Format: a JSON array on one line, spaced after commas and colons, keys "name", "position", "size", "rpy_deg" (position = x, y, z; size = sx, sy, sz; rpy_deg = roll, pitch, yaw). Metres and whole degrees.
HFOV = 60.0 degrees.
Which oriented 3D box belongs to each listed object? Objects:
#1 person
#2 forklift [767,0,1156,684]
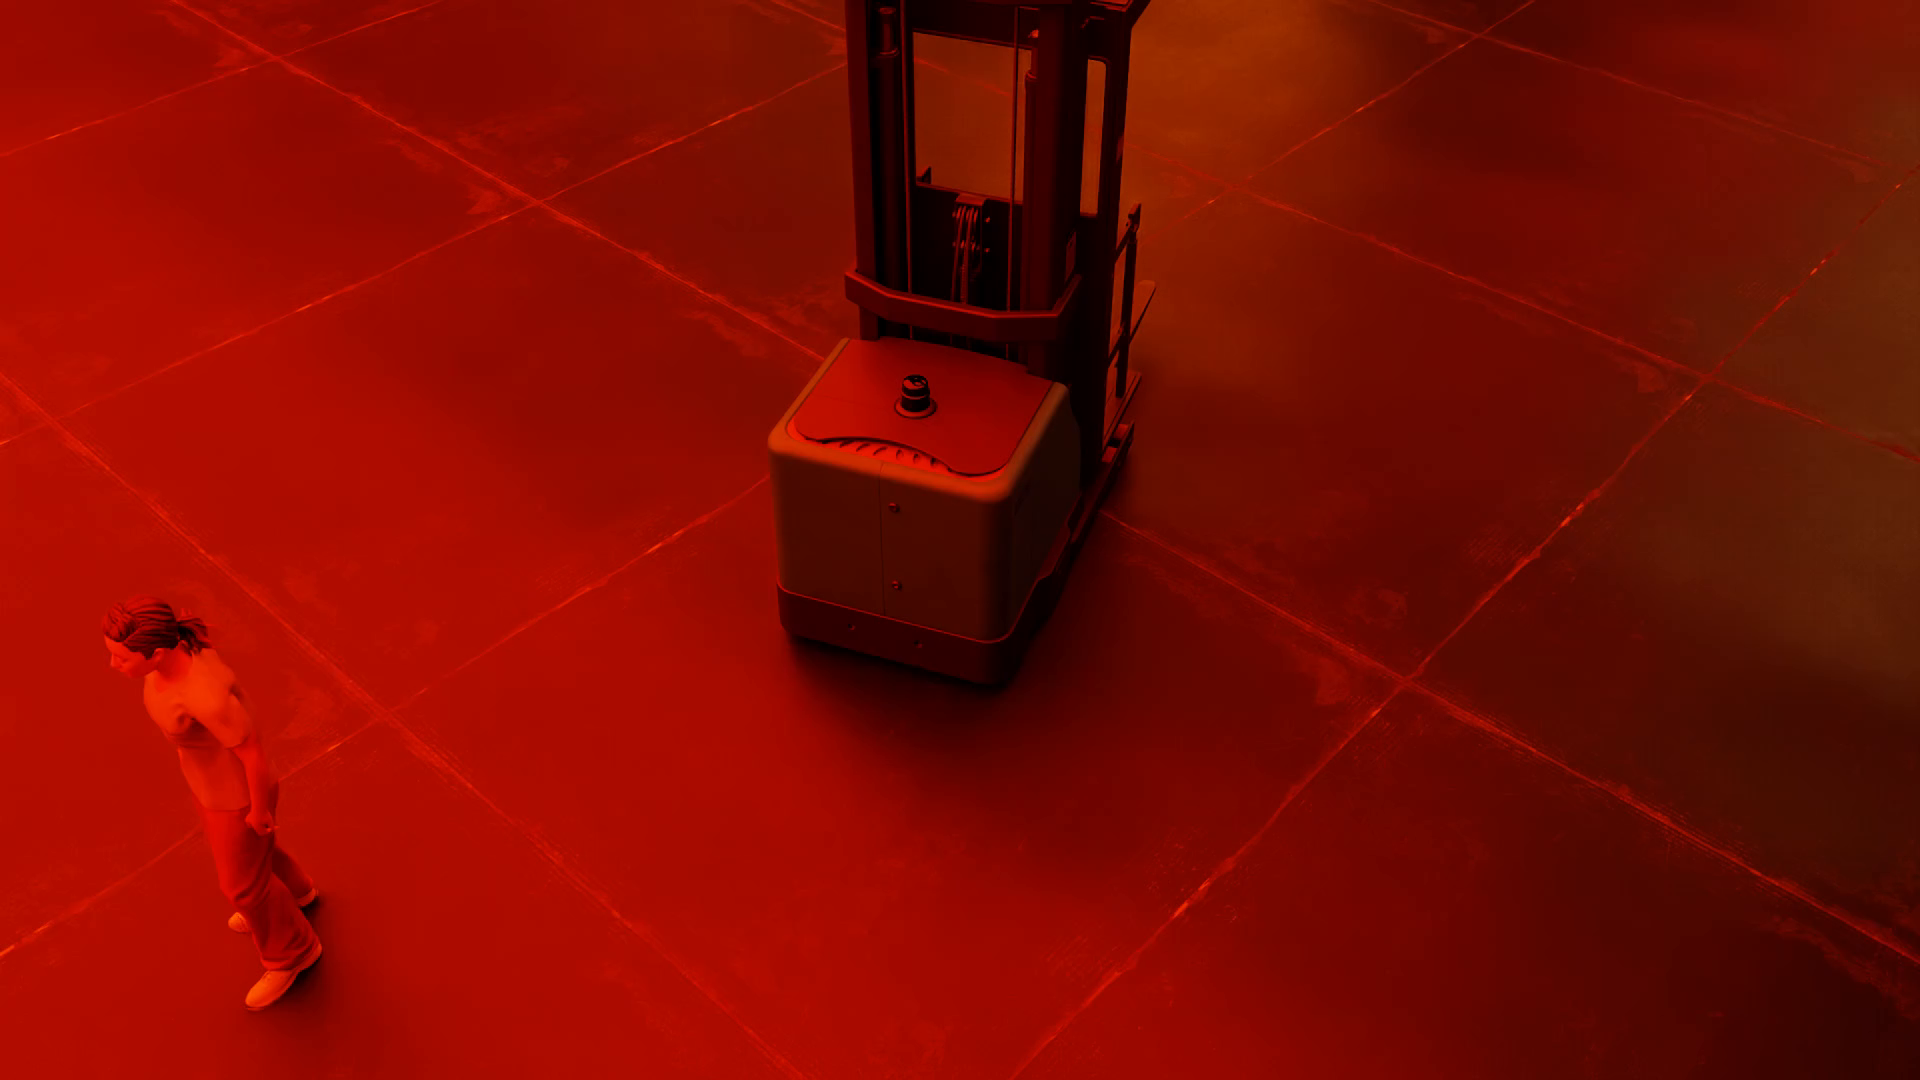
[{"name": "person", "position": [-2.452, 0.816, 5.457], "size": [0.404, 1.681, 0.521], "rpy_deg": [-29, 49, -30]}, {"name": "forklift", "position": [0.211, -1.484, 7.158], "size": [1.130, 2.935, 3.031], "rpy_deg": [14, 42, 15]}]
